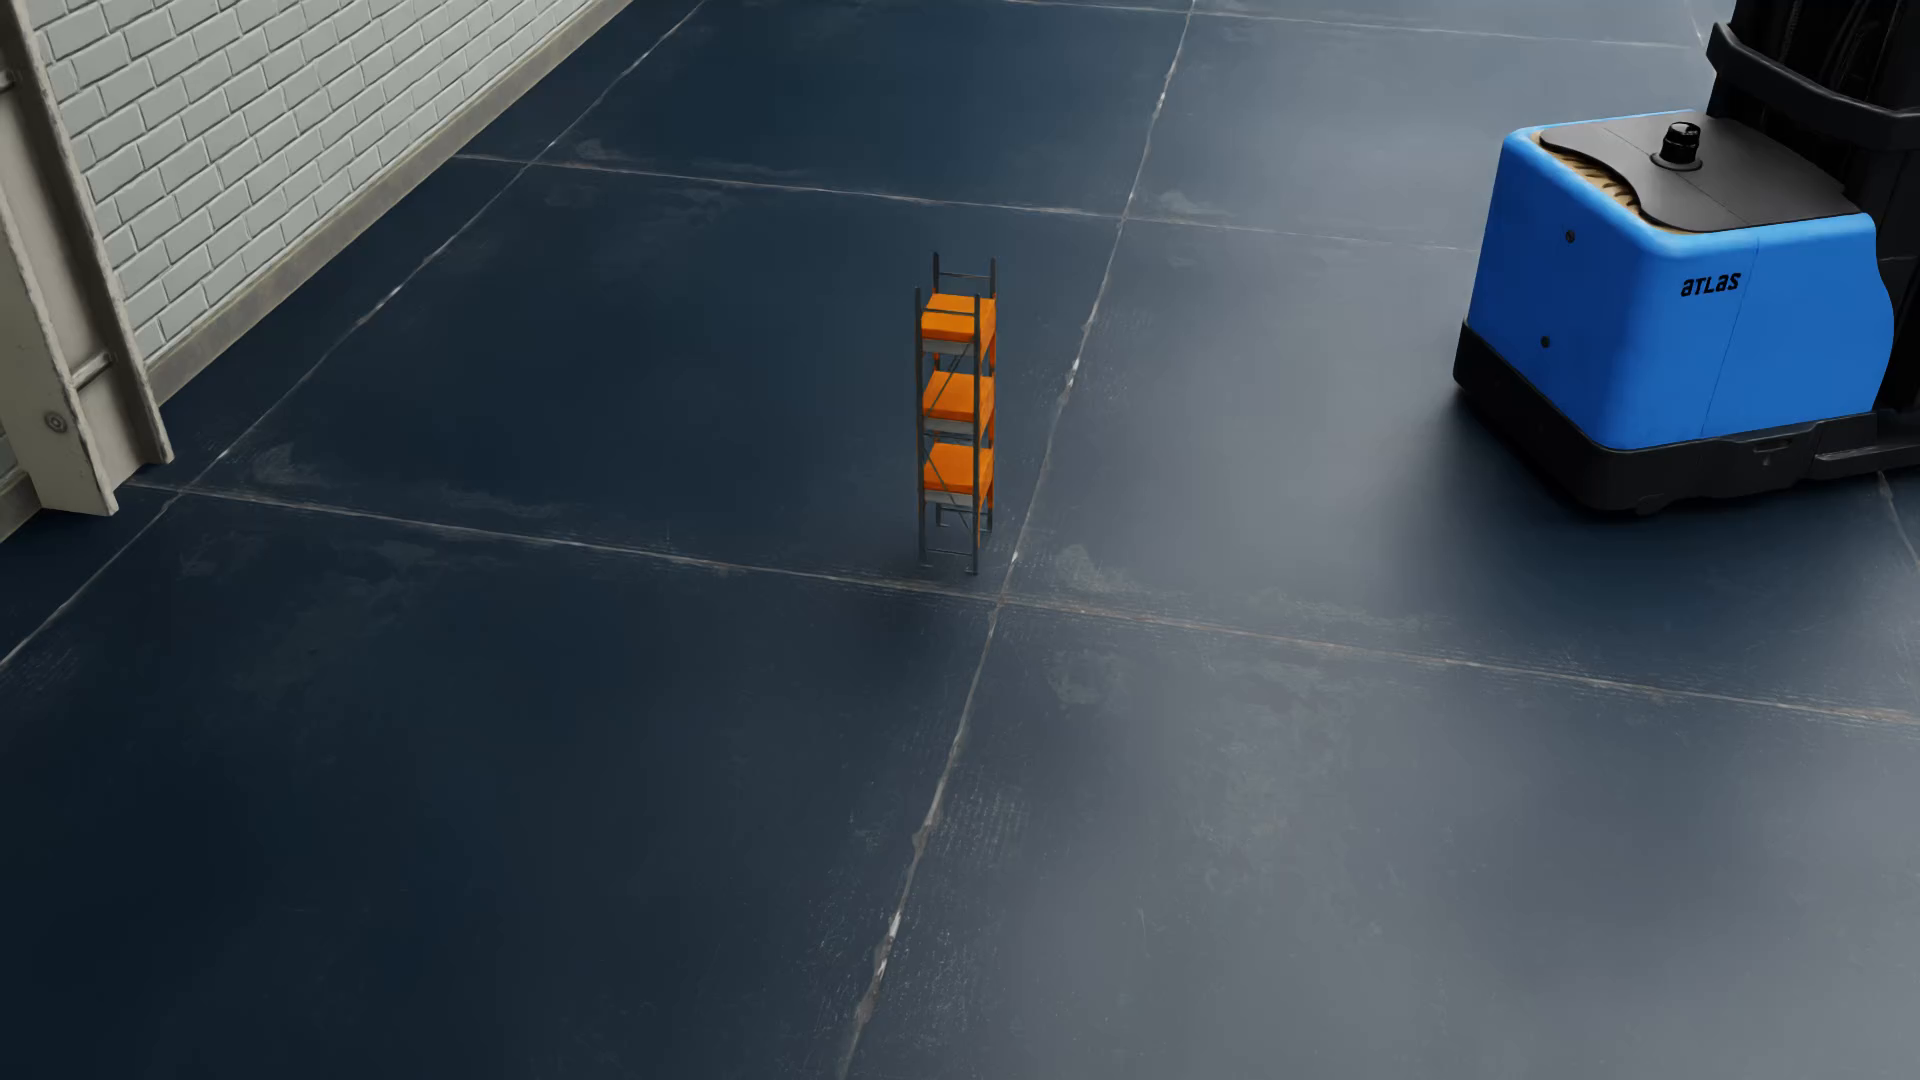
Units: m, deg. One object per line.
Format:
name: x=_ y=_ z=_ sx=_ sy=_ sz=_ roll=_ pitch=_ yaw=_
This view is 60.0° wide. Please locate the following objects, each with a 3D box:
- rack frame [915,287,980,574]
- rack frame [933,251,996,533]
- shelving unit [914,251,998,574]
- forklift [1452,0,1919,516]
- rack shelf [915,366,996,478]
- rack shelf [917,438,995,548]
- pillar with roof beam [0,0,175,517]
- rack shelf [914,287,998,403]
rack frame: x=-0.037 y=-0.324 z=5.303 sx=0.200 sy=1.050 sz=0.008 roll=7 pitch=37 yaw=10
rack frame: x=0.015 y=-0.464 z=5.496 sx=0.200 sy=1.050 sz=0.008 roll=7 pitch=37 yaw=10
shelving unit: x=-0.011 y=-0.394 z=5.400 sx=0.215 sy=1.050 sz=0.252 roll=7 pitch=37 yaw=10
forklift: x=3.504 y=-1.745 z=5.660 sx=3.031 sy=2.935 sz=1.130 roll=-9 pitch=37 yaw=-12
rack shelf: x=-0.011 y=-0.386 z=5.406 sx=0.215 sy=0.259 sz=0.240 roll=7 pitch=37 yaw=10
rack shelf: x=-0.011 y=-0.161 z=5.569 sx=0.215 sy=0.259 sz=0.240 roll=7 pitch=37 yaw=10
pillar with roof beam: x=1.101 y=-3.319 z=2.662 sx=9.100 sy=9.000 sz=0.400 roll=7 pitch=37 yaw=10
rack shelf: x=-0.011 y=-0.616 z=5.239 sx=0.215 sy=0.259 sz=0.240 roll=7 pitch=37 yaw=10
